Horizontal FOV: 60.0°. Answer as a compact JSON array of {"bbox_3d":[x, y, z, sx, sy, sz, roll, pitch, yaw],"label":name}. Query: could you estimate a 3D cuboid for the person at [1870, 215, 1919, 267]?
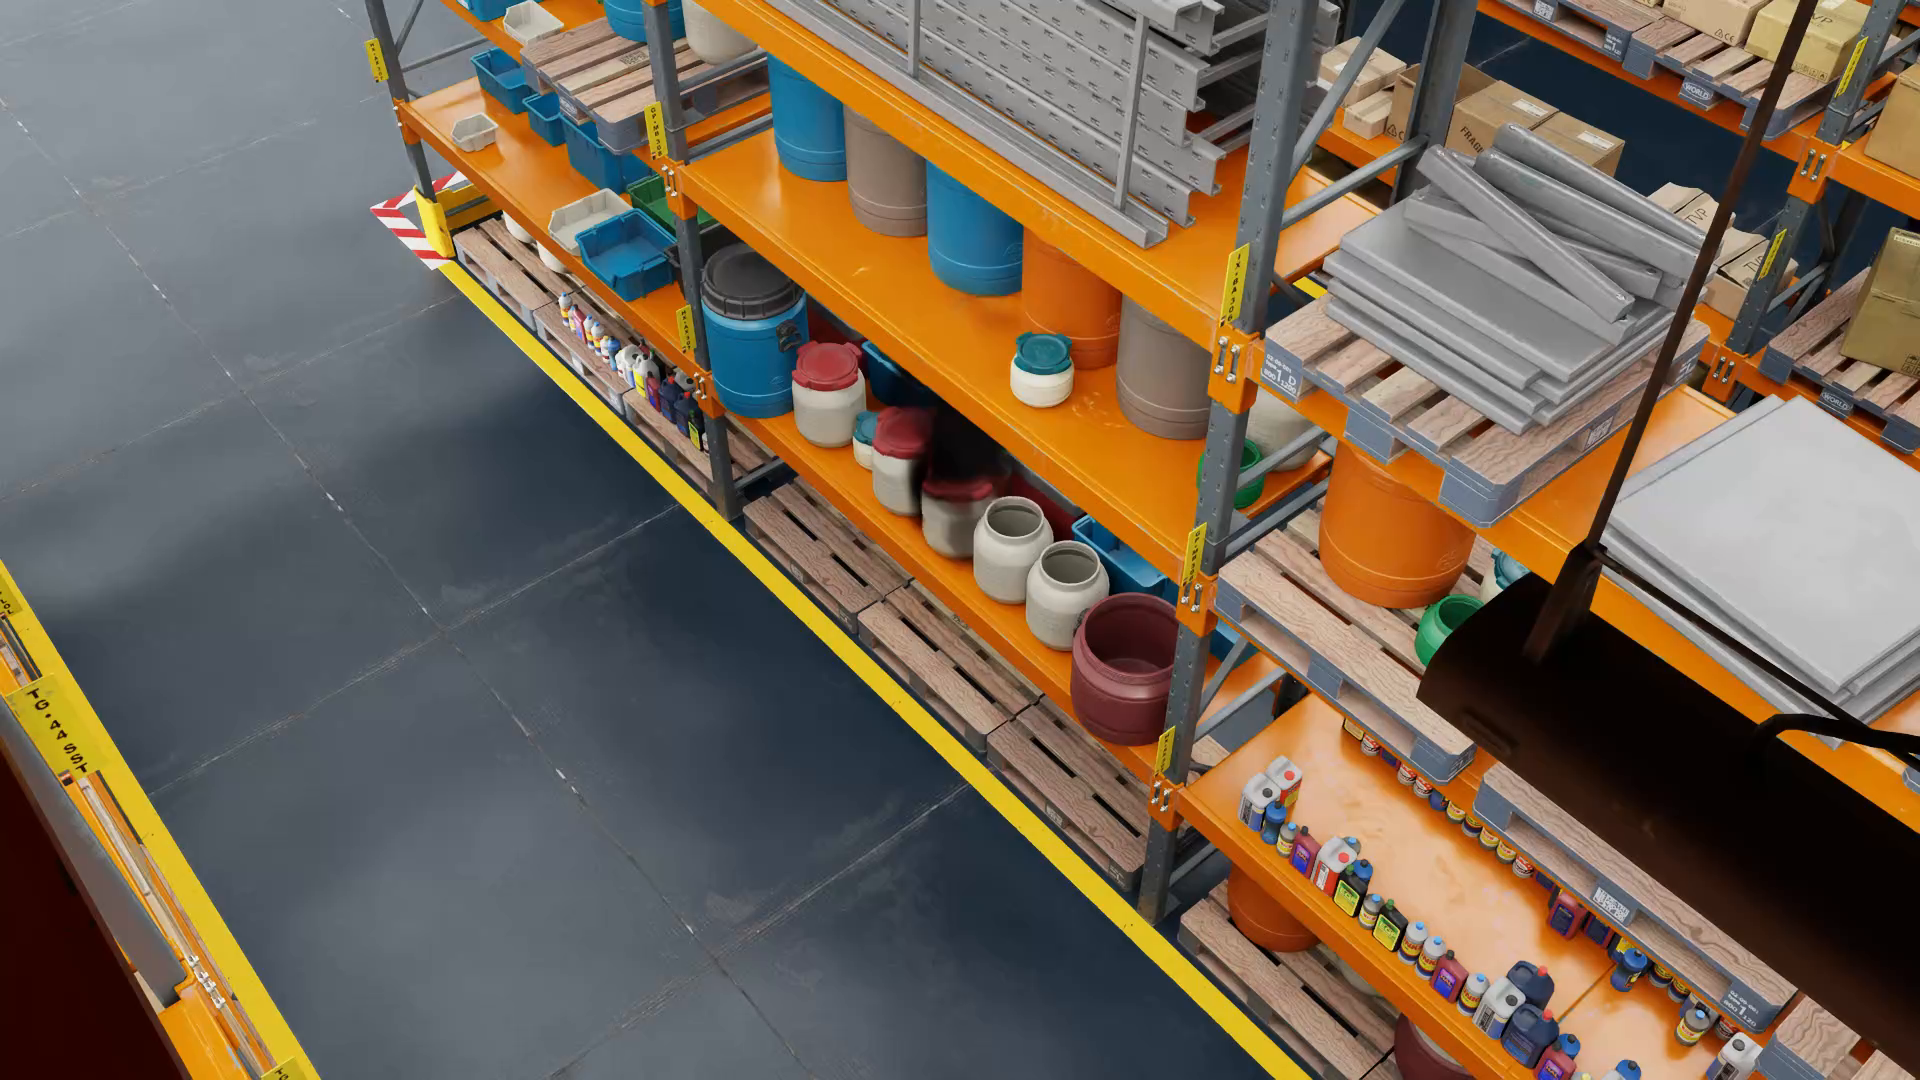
[{"bbox_3d":[6.944,-2.203,11.920,0.886,1.670,0.596,29,53,25],"label":"person"}]
